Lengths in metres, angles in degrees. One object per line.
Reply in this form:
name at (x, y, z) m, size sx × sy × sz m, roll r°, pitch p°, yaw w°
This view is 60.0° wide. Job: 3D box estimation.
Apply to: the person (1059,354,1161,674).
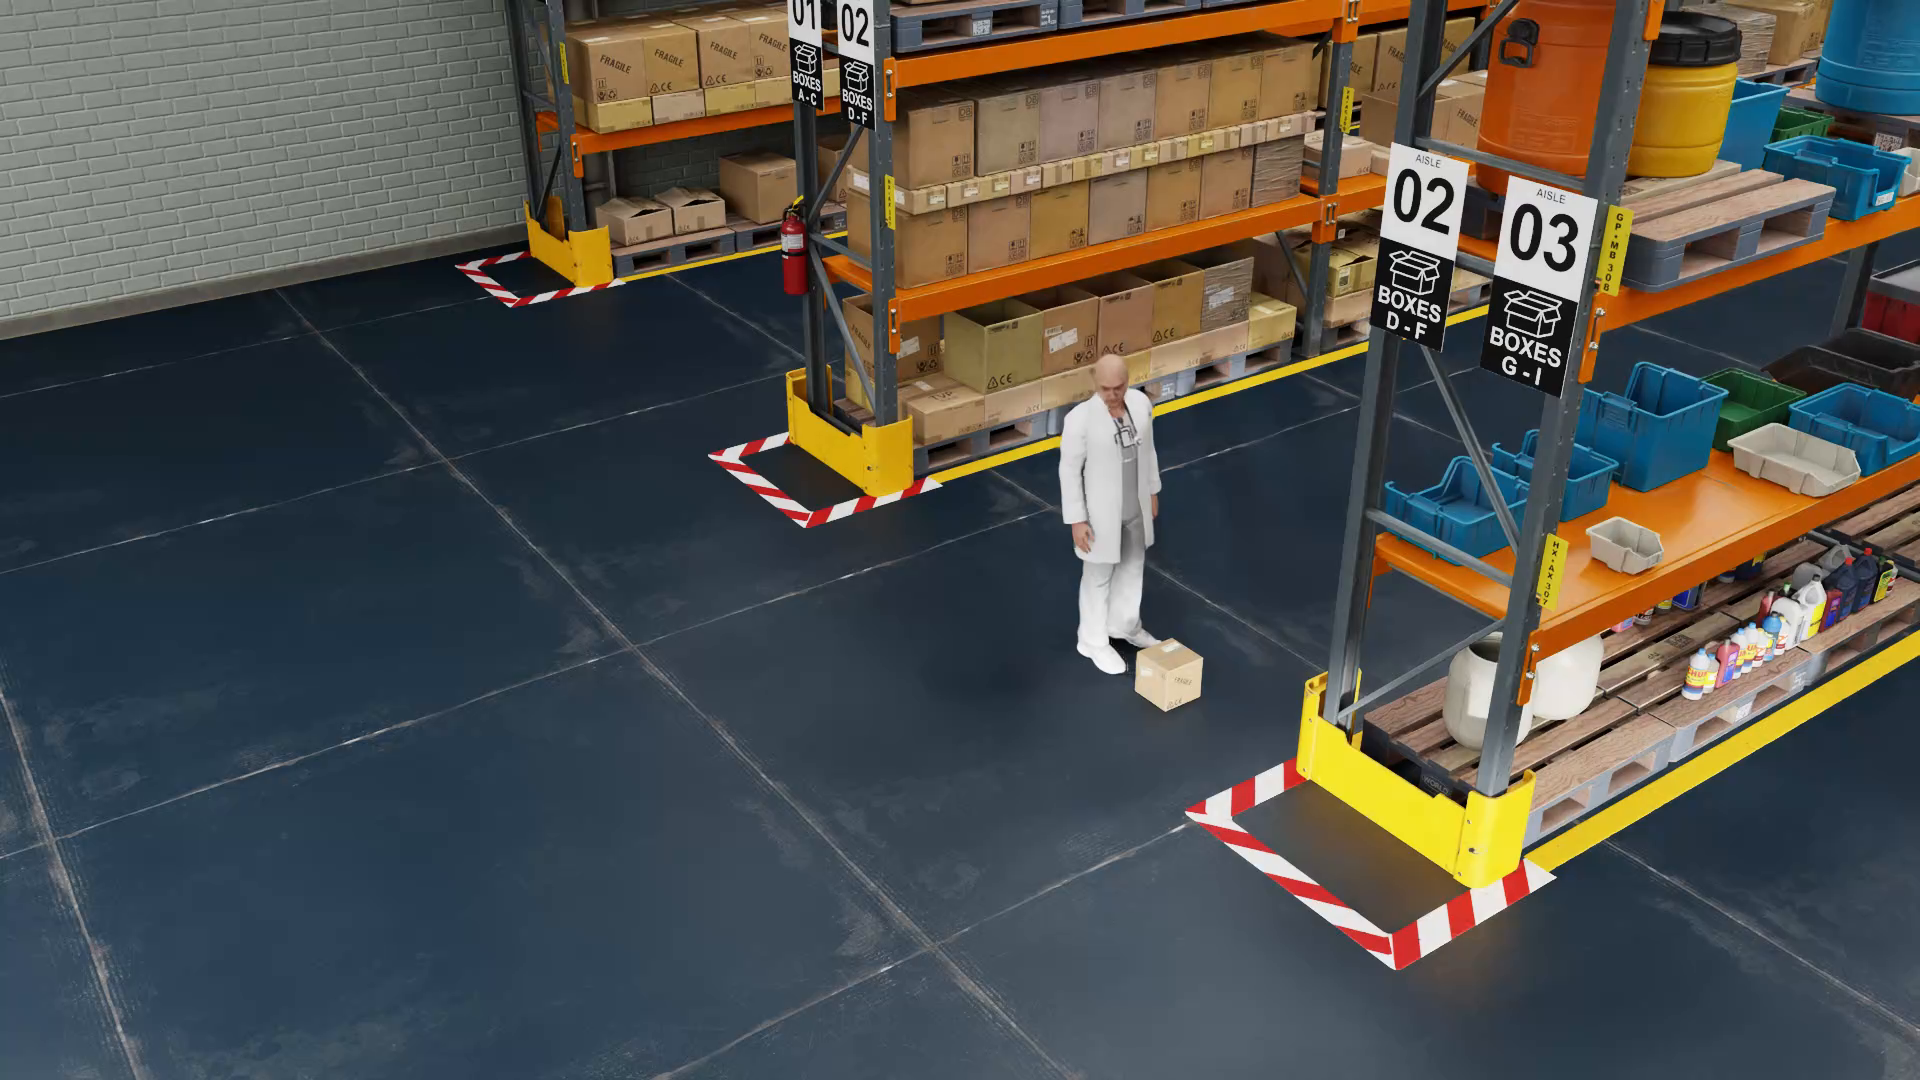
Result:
person at (0.841, -0.129, 8.893) m, size 0.638 × 1.818 × 0.417 m, roll -18°, pitch 33°, yaw -30°
